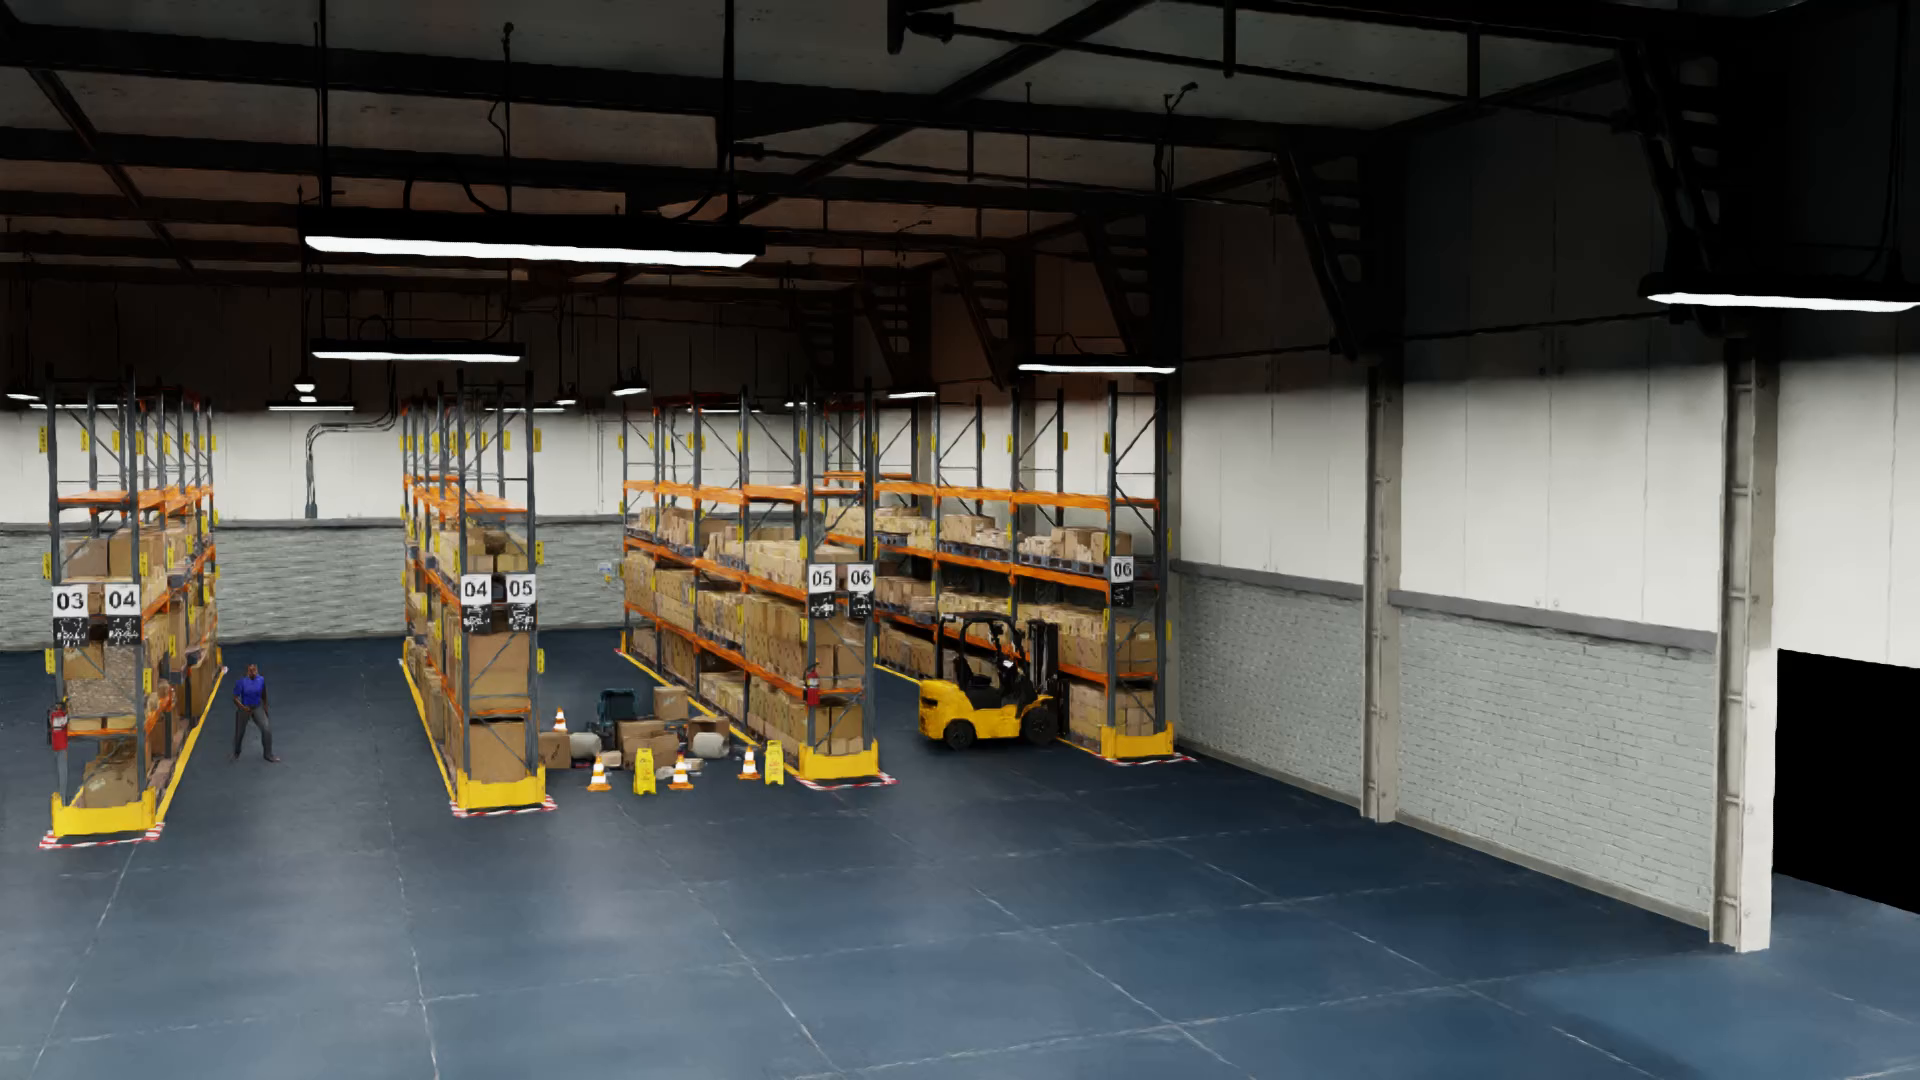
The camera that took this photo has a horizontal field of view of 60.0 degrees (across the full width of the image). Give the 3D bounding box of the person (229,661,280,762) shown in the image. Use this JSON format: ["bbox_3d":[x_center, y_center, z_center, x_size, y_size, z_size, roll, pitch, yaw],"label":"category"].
[{"bbox_3d":[-11.095,2.676,26.055,0.621,1.591,0.822,-3,4,-38],"label":"person"}]
